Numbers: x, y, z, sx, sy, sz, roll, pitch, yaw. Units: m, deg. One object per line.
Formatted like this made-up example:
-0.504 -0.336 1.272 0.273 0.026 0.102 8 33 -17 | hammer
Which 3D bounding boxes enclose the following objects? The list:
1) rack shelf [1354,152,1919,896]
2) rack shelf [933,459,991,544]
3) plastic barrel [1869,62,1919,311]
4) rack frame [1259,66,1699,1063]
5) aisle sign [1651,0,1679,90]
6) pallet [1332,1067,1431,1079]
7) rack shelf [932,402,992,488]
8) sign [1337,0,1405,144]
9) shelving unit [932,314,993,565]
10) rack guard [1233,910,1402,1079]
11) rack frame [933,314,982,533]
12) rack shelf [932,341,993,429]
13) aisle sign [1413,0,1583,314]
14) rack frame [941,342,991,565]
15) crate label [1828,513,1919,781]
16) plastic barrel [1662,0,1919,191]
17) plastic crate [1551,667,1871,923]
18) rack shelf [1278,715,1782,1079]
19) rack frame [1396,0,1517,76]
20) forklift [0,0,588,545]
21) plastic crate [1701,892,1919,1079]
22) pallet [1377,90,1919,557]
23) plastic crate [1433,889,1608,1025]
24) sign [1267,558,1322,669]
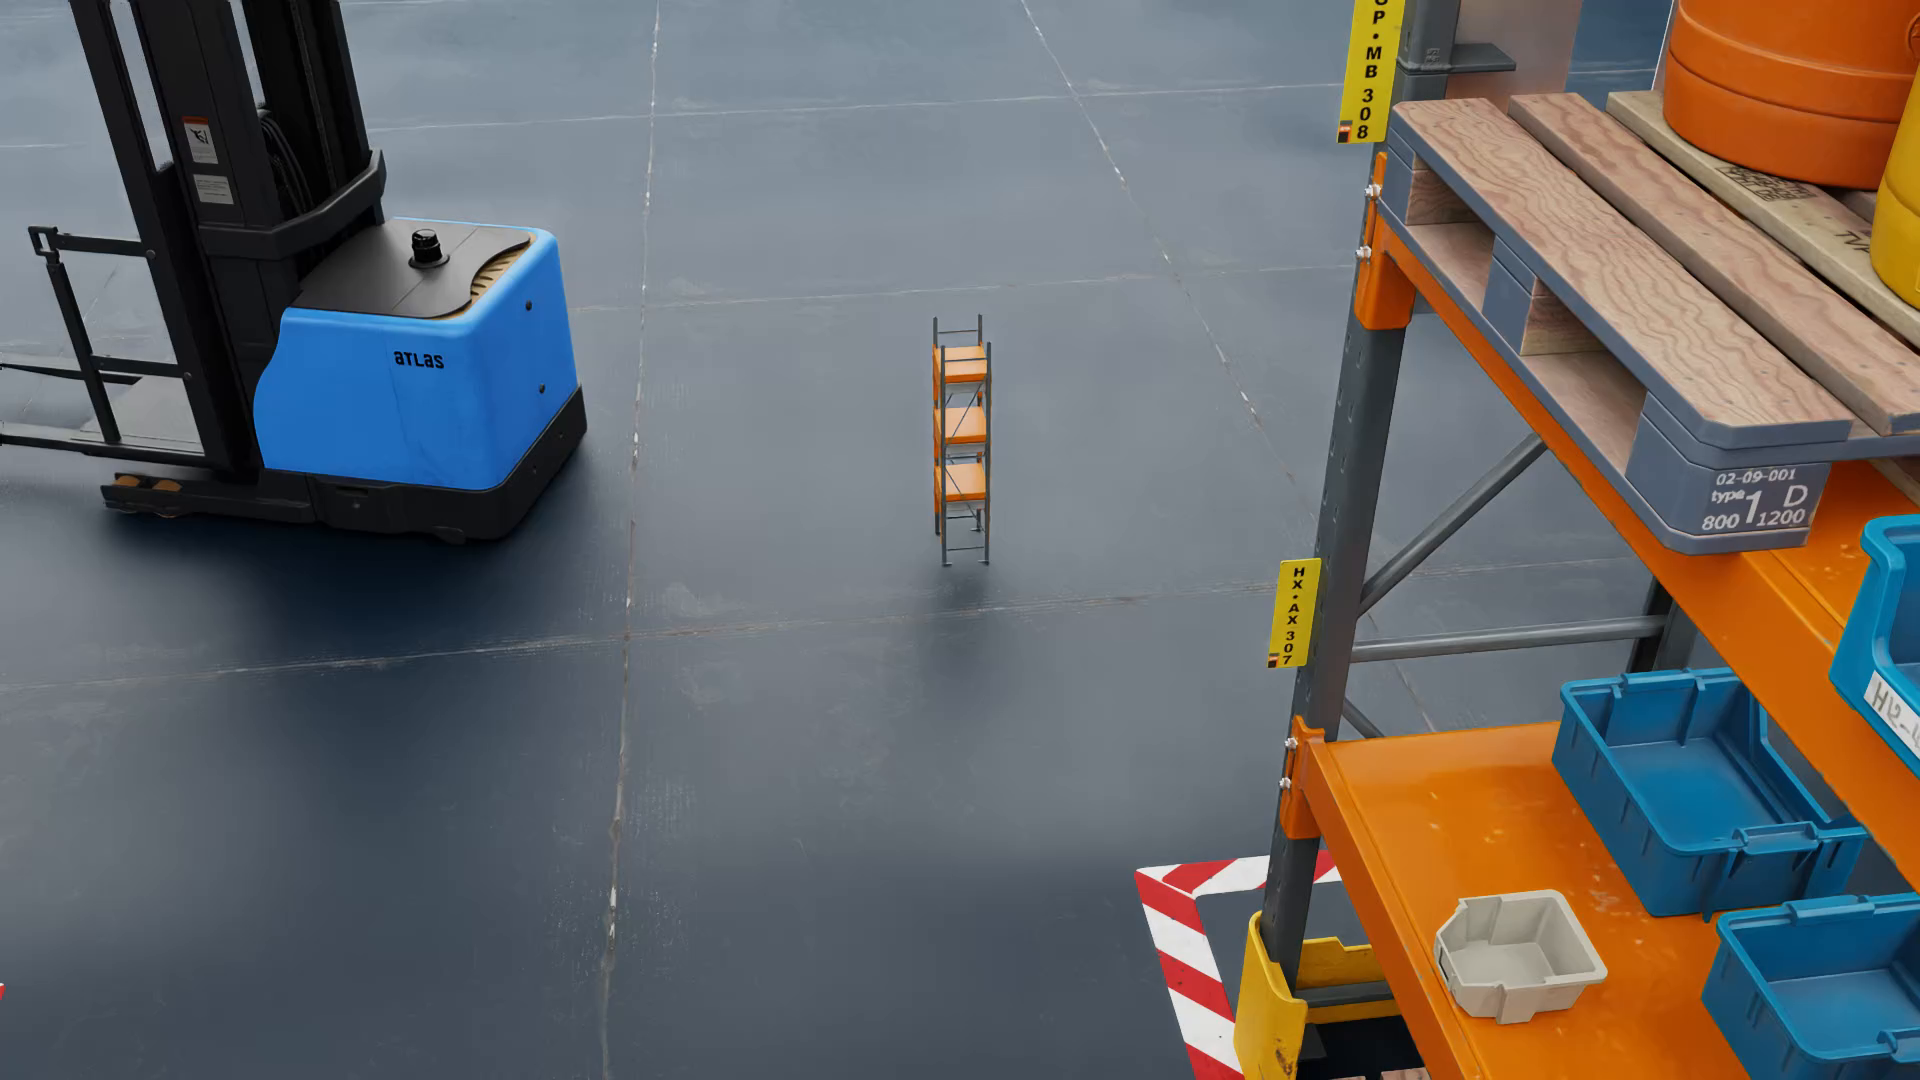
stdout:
1.632 0.431 1.929 1.077 0.370 4.000 -4 35 -6 | rack shelf
0.007 -0.166 7.073 0.215 0.259 0.240 -4 35 -6 | rack shelf
1.642 -0.607 2.273 0.600 0.588 0.600 0 34 0 | plastic barrel
1.363 0.258 4.209 1.000 3.000 0.127 -4 35 -6 | rack frame
1.648 -0.879 3.568 0.394 0.787 0.004 -4 35 -6 | aisle sign
1.524 1.902 4.271 1.003 0.211 1.213 -4 35 -6 | pallet
0.007 -0.395 6.916 0.215 0.259 0.240 -4 35 -6 | rack shelf
0.818 -0.946 3.304 0.100 0.325 0.005 -4 35 -6 | sign
0.007 -0.404 6.911 0.215 1.050 0.252 -4 35 -6 | shelving unit
1.420 1.329 4.855 1.175 0.500 0.348 -4 35 -6 | rack guard
-0.009 -0.472 7.010 0.200 1.050 0.008 -4 35 -6 | rack frame
0.007 -0.630 6.757 0.215 0.259 0.240 -4 35 -6 | rack shelf
1.063 -0.835 3.503 0.394 0.787 0.004 -4 35 -6 | aisle sign
0.024 -0.336 6.811 0.200 1.050 0.008 -4 35 -6 | rack frame
1.288 0.149 1.836 0.502 0.251 0.408 -4 35 -6 | crate label
1.555 -1.071 2.741 0.600 0.830 0.708 -4 35 -6 | plastic barrel
1.727 0.576 3.874 0.499 0.251 0.616 -4 35 -6 | plastic crate
1.632 1.671 2.773 1.077 0.370 4.000 -4 35 -6 | rack shelf
1.363 -2.222 2.519 1.000 3.000 0.127 -4 35 -6 | rack frame
-3.337 -1.593 6.985 3.031 2.935 1.130 6 35 9 | forklift
1.809 0.938 3.341 0.499 0.251 0.408 -4 35 -6 | plastic crate
1.378 -0.435 2.729 1.003 0.211 1.213 -4 35 -6 | pallet
1.165 0.890 3.514 0.298 0.136 0.250 -4 35 -6 | plastic crate
0.818 0.182 4.073 0.100 0.325 0.005 -4 35 -6 | sign
